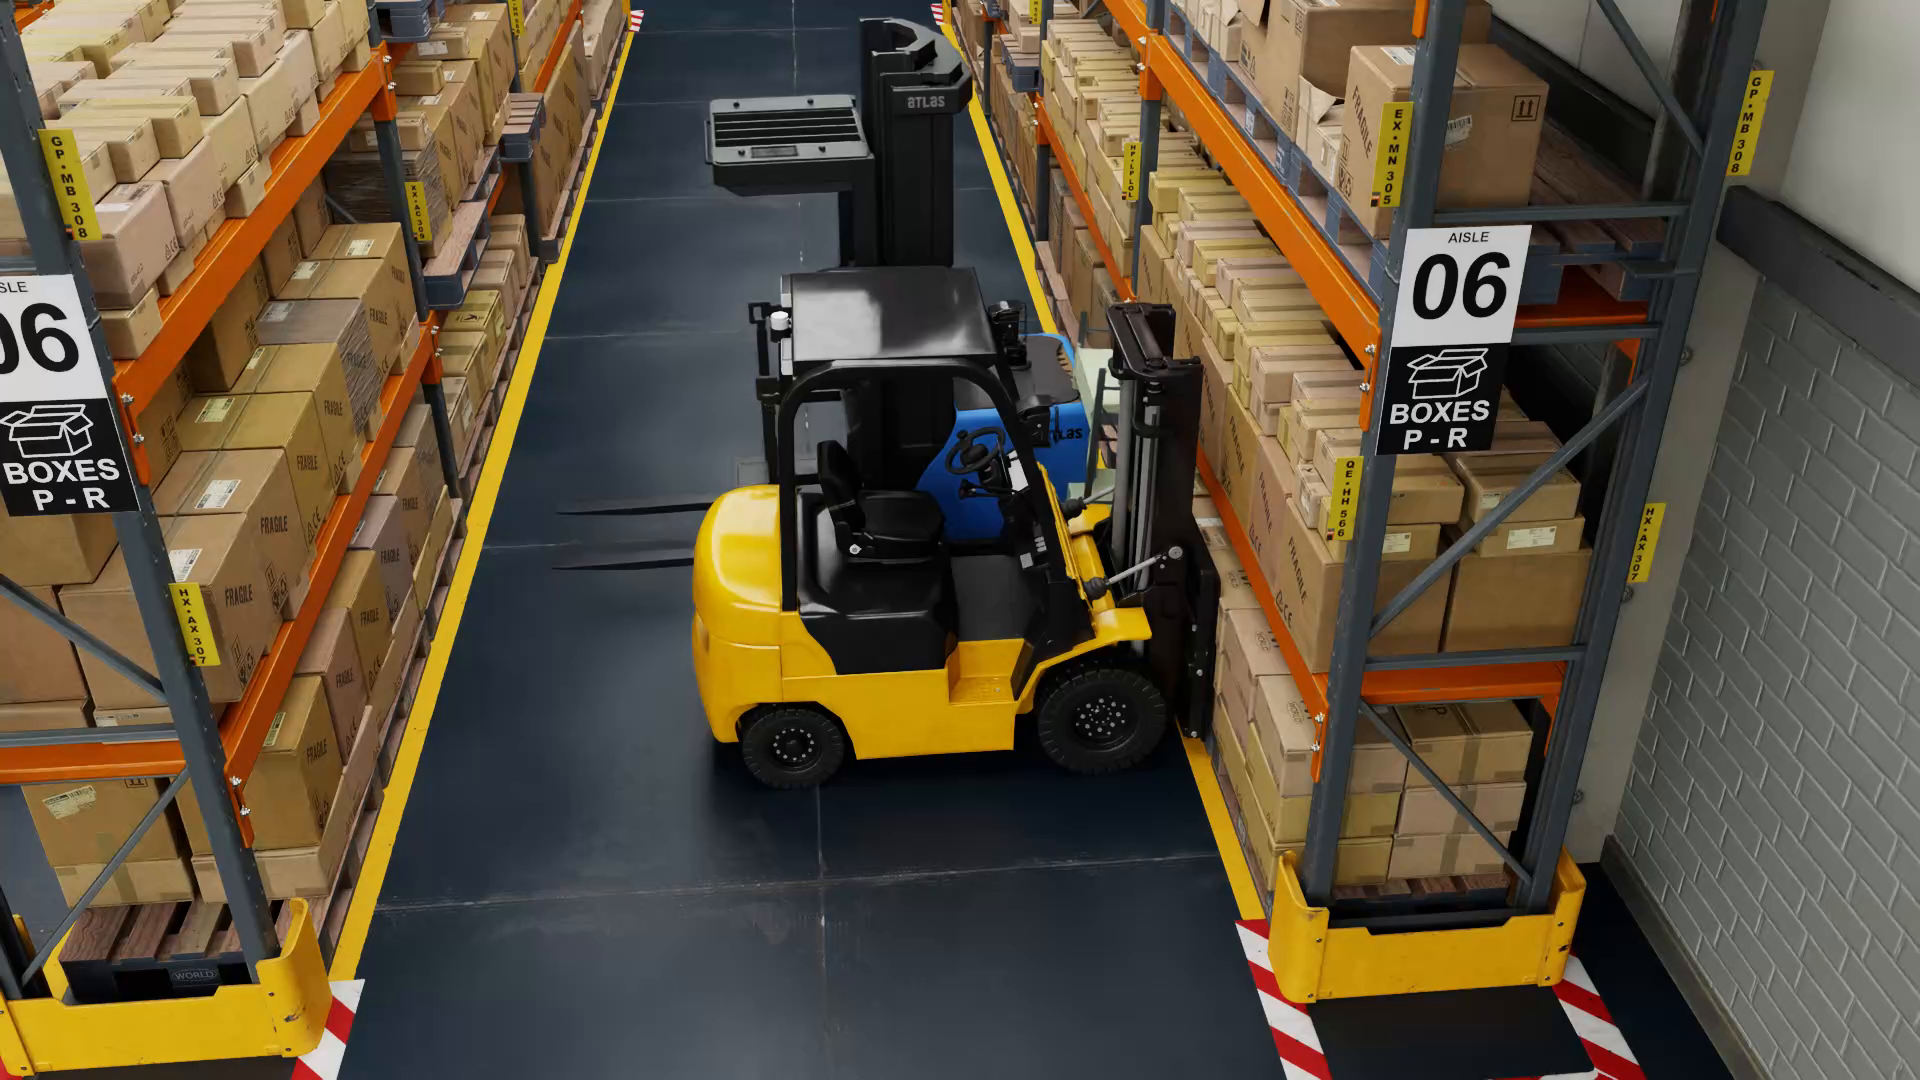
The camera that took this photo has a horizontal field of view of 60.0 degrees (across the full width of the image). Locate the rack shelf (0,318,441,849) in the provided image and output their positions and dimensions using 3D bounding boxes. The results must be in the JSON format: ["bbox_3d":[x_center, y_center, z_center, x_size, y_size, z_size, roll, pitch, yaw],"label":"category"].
[{"bbox_3d":[-3.265,-0.033,7.581,1.077,0.370,4.000,-3,31,-5],"label":"rack shelf"}]

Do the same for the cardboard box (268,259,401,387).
[{"bbox_3d":[-3.108,-1.056,8.205,0.500,0.500,0.500,-2,31,-3],"label":"cardboard box"}]

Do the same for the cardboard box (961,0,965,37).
[{"bbox_3d":[0.372,-6.081,19.034,0.700,0.500,0.500,-2,31,-3],"label":"cardboard box"}]

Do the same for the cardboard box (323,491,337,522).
[{"bbox_3d":[-3.001,-0.194,7.395,0.380,0.149,0.250,-4,31,-6],"label":"cardboard box"}]

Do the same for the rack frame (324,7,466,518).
[{"bbox_3d":[-3.452,-1.363,9.107,1.000,3.000,0.127,-3,31,-5],"label":"rack frame"}]

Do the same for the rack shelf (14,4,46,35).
[{"bbox_3d":[-8.932,-3.829,13.936,1.077,0.370,4.000,-3,31,-5],"label":"rack shelf"}]

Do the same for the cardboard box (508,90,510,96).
[{"bbox_3d":[-3.464,-3.188,11.998,0.380,0.149,0.250,-2,31,-4],"label":"cardboard box"}]

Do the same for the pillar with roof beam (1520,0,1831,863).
[{"bbox_3d":[-1.591,-2.328,4.873,9.100,9.000,0.400,-3,31,-5],"label":"pillar with roof beam"}]

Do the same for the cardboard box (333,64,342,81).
[{"bbox_3d":[-3.183,-2.263,7.934,0.380,0.149,0.250,-2,31,-4],"label":"cardboard box"}]

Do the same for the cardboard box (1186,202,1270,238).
[{"bbox_3d":[1.371,-1.616,8.510,0.380,0.149,0.250,-3,31,-6],"label":"cardboard box"}]

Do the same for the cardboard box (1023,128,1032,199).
[{"bbox_3d":[0.826,-3.214,14.233,0.500,0.500,0.500,-3,31,-5],"label":"cardboard box"}]

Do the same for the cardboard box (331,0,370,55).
[{"bbox_3d":[-3.142,-2.501,7.942,0.500,0.250,0.500,-3,31,-5],"label":"cardboard box"}]

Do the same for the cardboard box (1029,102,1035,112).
[{"bbox_3d":[0.801,-3.682,14.384,0.380,0.149,0.250,-2,31,-3],"label":"cardboard box"}]

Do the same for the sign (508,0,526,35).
[{"bbox_3d":[-3.286,-3.899,12.301,0.100,0.325,0.005,-3,31,-5],"label":"sign"}]

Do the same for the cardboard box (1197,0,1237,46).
[{"bbox_3d":[1.301,-2.370,7.605,0.380,0.149,0.250,-2,31,-3],"label":"cardboard box"}]

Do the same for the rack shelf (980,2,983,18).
[{"bbox_3d":[0.555,-6.399,18.240,1.077,0.370,4.000,-3,31,-5],"label":"rack shelf"}]

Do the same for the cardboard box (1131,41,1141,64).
[{"bbox_3d":[1.447,-3.546,12.032,0.380,0.149,0.250,-3,31,-5],"label":"cardboard box"}]

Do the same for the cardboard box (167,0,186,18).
[{"bbox_3d":[-3.679,-2.442,7.455,0.380,0.149,0.250,-4,31,-6],"label":"cardboard box"}]

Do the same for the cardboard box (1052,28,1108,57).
[{"bbox_3d":[0.879,-3.653,12.211,0.380,0.149,0.250,-2,31,-4],"label":"cardboard box"}]

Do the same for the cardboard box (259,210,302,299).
[{"bbox_3d":[-3.601,-1.466,7.916,0.700,0.500,0.500,-3,31,-4],"label":"cardboard box"}]

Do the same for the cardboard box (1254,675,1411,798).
[{"bbox_3d":[1.510,0.790,6.798,0.500,0.250,0.500,-2,31,-3],"label":"cardboard box"}]

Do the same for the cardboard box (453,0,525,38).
[{"bbox_3d":[-3.628,-4.141,12.685,0.500,0.500,0.500,-4,31,-6],"label":"cardboard box"}]

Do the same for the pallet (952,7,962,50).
[{"bbox_3d":[0.451,-6.086,19.734,1.003,0.211,1.213,-3,31,-5],"label":"pallet"}]

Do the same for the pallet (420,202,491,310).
[{"bbox_3d":[-3.379,-1.678,9.821,1.003,0.211,1.213,-3,31,-5],"label":"pallet"}]

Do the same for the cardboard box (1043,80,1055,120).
[{"bbox_3d":[0.914,-3.342,12.566,0.500,0.250,0.500,-3,31,-4],"label":"cardboard box"}]

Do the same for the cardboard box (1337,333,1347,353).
[{"bbox_3d":[1.920,-0.985,7.745,0.380,0.149,0.250,-4,31,-6],"label":"cardboard box"}]

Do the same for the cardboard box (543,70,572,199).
[{"bbox_3d":[-3.887,-3.485,14.322,0.875,0.875,0.875,-2,31,-4],"label":"cardboard box"}]

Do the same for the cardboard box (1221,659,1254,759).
[{"bbox_3d":[1.470,0.735,7.379,0.500,0.250,0.500,-3,31,-5],"label":"cardboard box"}]

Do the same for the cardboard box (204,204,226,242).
[{"bbox_3d":[-2.967,-1.213,6.175,0.380,0.149,0.250,-4,31,-6],"label":"cardboard box"}]

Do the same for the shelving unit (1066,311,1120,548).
[{"bbox_3d":[0.810,-0.370,8.858,0.431,1.500,0.755,2,30,-5],"label":"shelving unit"}]

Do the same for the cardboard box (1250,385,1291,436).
[{"bbox_3d":[1.451,-0.571,7.051,0.380,0.149,0.250,-4,31,-6],"label":"cardboard box"}]

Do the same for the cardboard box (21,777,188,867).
[{"bbox_3d":[-3.413,0.961,6.756,0.500,0.500,0.500,-3,31,-4],"label":"cardboard box"}]

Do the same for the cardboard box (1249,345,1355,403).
[{"bbox_3d":[1.431,-0.697,6.972,0.380,0.149,0.250,-2,31,-3],"label":"cardboard box"}]

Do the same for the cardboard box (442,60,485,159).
[{"bbox_3d":[-3.349,-2.737,10.611,0.500,0.500,0.500,-4,31,-7],"label":"cardboard box"}]

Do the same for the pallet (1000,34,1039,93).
[{"bbox_3d":[0.983,-3.905,13.550,1.213,0.211,1.003,-3,31,-5],"label":"pallet"}]

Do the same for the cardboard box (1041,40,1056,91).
[{"bbox_3d":[0.889,-3.556,12.436,0.500,0.250,0.500,-3,31,-5],"label":"cardboard box"}]

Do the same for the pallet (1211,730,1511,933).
[{"bbox_3d":[1.750,1.248,7.454,1.003,0.211,1.213,-3,31,-5],"label":"pallet"}]

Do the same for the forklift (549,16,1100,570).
[{"bbox_3d":[-0.792,-1.199,8.899,3.031,2.935,1.130,-4,31,-7],"label":"forklift"}]

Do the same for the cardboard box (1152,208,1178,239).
[{"bbox_3d":[1.258,-1.749,9.022,0.380,0.149,0.250,-3,31,-5],"label":"cardboard box"}]

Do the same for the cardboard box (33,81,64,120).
[{"bbox_3d":[-3.420,-1.522,5.914,0.380,0.149,0.250,-3,31,-5],"label":"cardboard box"}]

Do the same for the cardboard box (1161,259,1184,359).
[{"bbox_3d":[1.336,-1.141,8.638,0.500,0.500,0.500,-2,31,-4],"label":"cardboard box"}]

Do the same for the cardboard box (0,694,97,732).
[{"bbox_3d":[-3.326,0.607,6.054,0.380,0.149,0.250,-2,31,-3],"label":"cardboard box"}]

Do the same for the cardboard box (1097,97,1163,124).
[{"bbox_3d":[1.088,-2.739,10.680,0.380,0.149,0.250,-2,31,-4],"label":"cardboard box"}]

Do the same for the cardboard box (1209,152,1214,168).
[{"bbox_3d":[1.698,-2.253,9.867,0.380,0.149,0.250,-4,31,-6],"label":"cardboard box"}]

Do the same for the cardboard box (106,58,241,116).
[{"bbox_3d":[-2.921,-1.684,6.186,0.380,0.149,0.250,-2,31,-3],"label":"cardboard box"}]

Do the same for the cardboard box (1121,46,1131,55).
[{"bbox_3d":[1.435,-3.579,12.476,0.500,0.250,0.500,-2,31,-3],"label":"cardboard box"}]

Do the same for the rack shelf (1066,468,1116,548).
[{"bbox_3d":[0.787,-0.088,9.020,0.431,0.370,0.720,2,30,-5],"label":"rack shelf"}]

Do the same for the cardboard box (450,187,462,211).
[{"bbox_3d":[-3.289,-2.135,10.234,0.380,0.149,0.250,-2,31,-4],"label":"cardboard box"}]

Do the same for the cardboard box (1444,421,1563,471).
[{"bbox_3d":[2.082,-0.330,6.357,0.380,0.149,0.250,-2,31,-3],"label":"cardboard box"}]

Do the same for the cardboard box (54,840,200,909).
[{"bbox_3d":[-3.424,1.267,6.975,0.500,0.250,0.500,-3,31,-5],"label":"cardboard box"}]

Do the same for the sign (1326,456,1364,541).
[{"bbox_3d":[1.322,-0.140,5.700,0.100,0.325,0.005,-3,31,-5],"label":"sign"}]

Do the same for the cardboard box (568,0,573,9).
[{"bbox_3d":[-3.907,-5.166,15.620,0.500,0.250,0.500,-3,31,-6],"label":"cardboard box"}]

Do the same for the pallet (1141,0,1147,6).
[{"bbox_3d":[1.394,-3.258,9.541,0.805,0.209,1.217,-4,31,-7],"label":"pallet"}]
